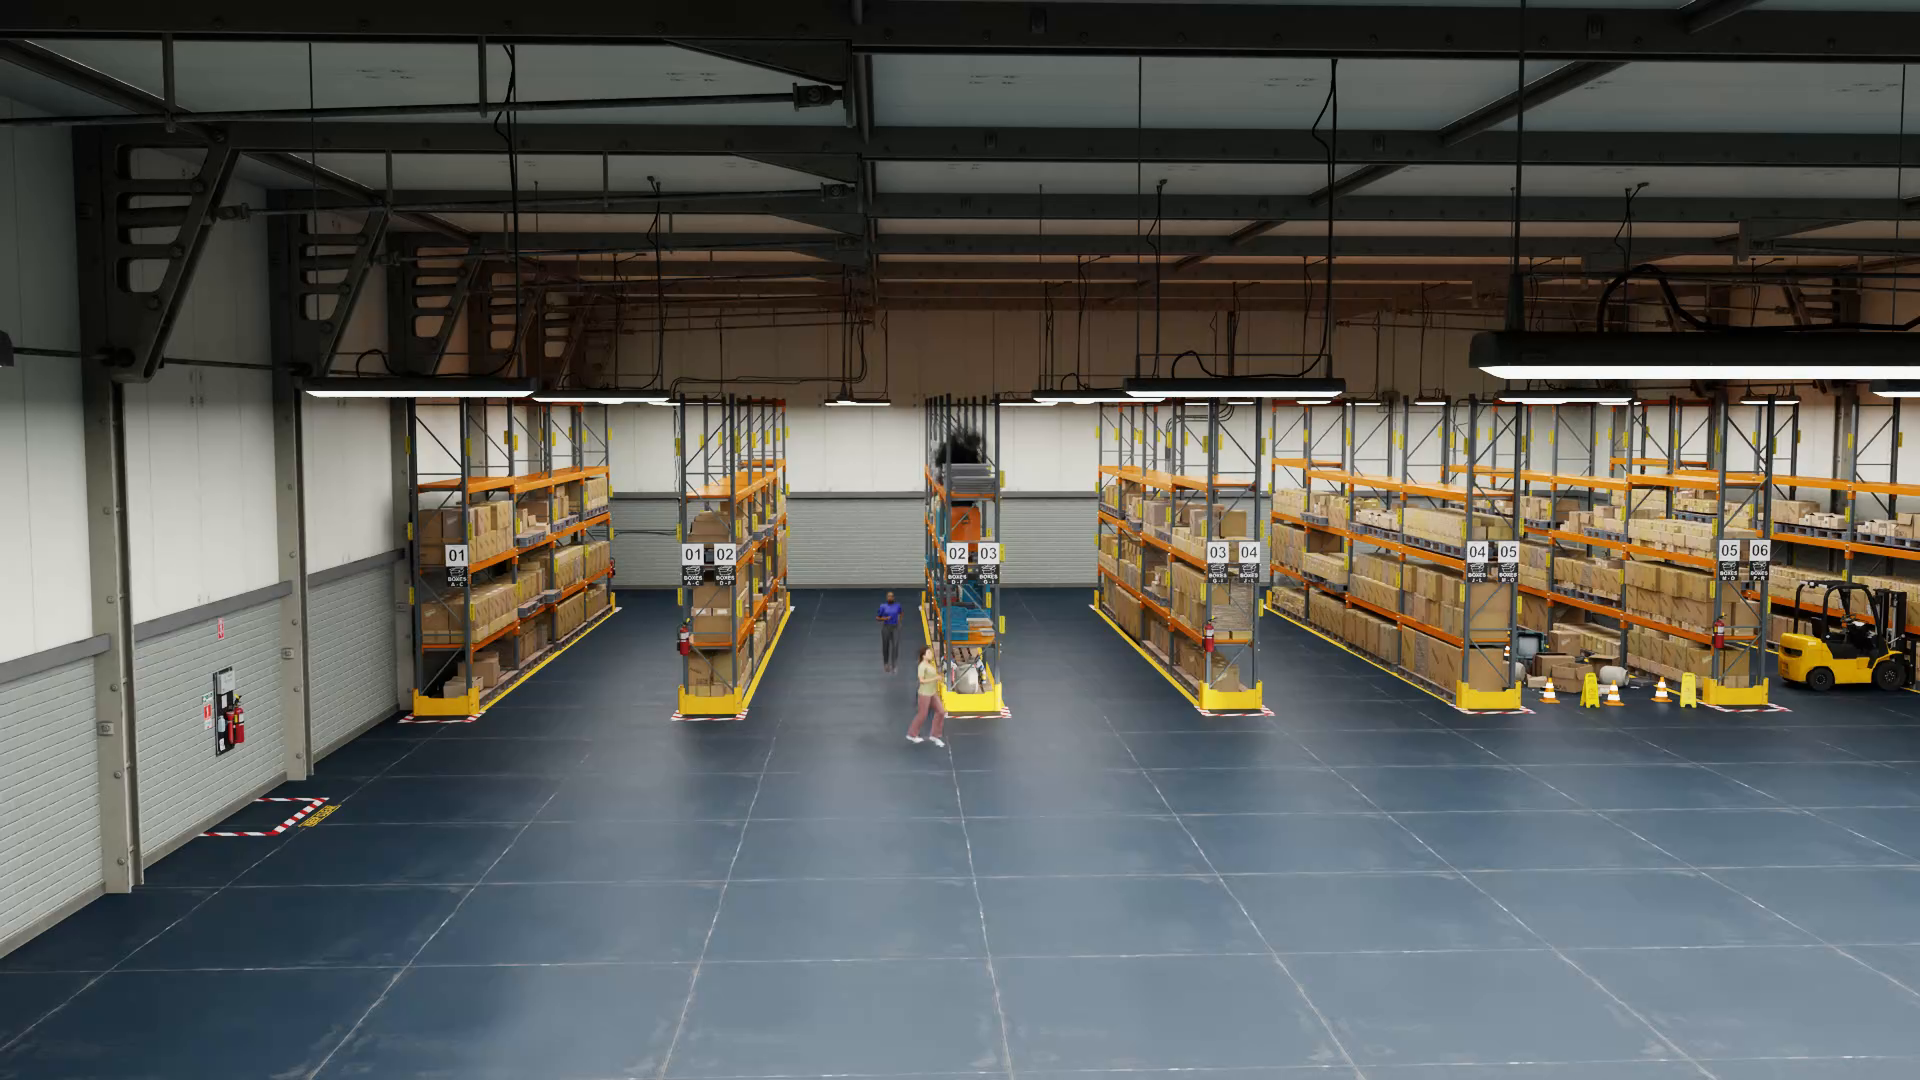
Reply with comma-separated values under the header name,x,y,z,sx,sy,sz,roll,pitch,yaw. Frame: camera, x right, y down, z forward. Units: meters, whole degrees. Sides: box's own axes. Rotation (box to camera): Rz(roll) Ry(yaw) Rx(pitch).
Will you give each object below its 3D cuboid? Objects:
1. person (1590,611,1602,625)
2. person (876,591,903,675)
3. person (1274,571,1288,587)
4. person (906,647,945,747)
name,x,y,z,sx,sy,sz,roll,pitch,yaw
person,16.145,1.459,42.367,0.704,1.761,1.049,0,5,-5
person,-1.423,1.905,34.048,0.575,1.695,0.842,-1,5,-8
person,9.572,1.033,49.118,0.606,1.665,0.625,3,5,29
person,-0.580,2.660,28.211,0.698,1.710,0.559,2,5,24
